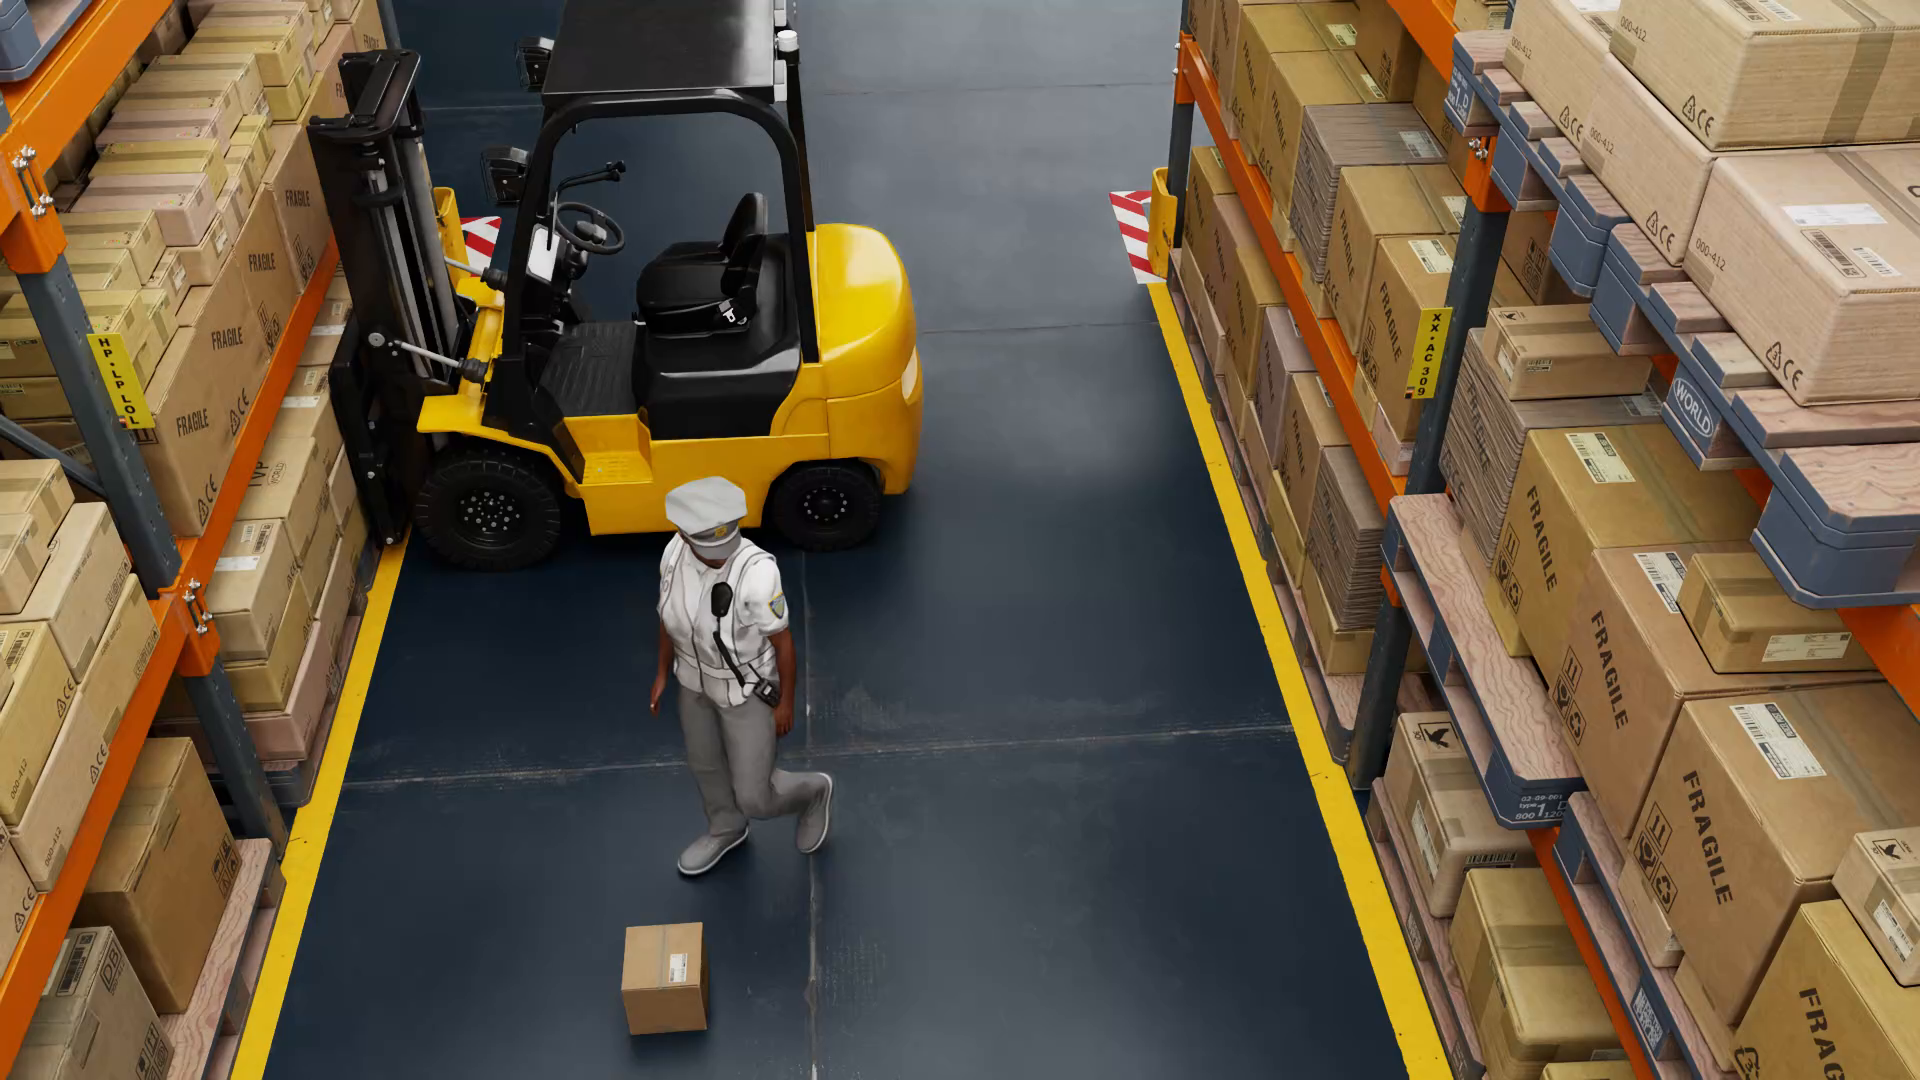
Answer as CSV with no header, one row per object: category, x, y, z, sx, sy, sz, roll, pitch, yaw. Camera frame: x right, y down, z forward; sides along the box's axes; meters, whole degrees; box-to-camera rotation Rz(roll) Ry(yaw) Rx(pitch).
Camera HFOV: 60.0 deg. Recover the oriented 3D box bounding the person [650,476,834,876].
person,-0.763,0.478,5.549,0.493,1.660,0.494,25,45,27
